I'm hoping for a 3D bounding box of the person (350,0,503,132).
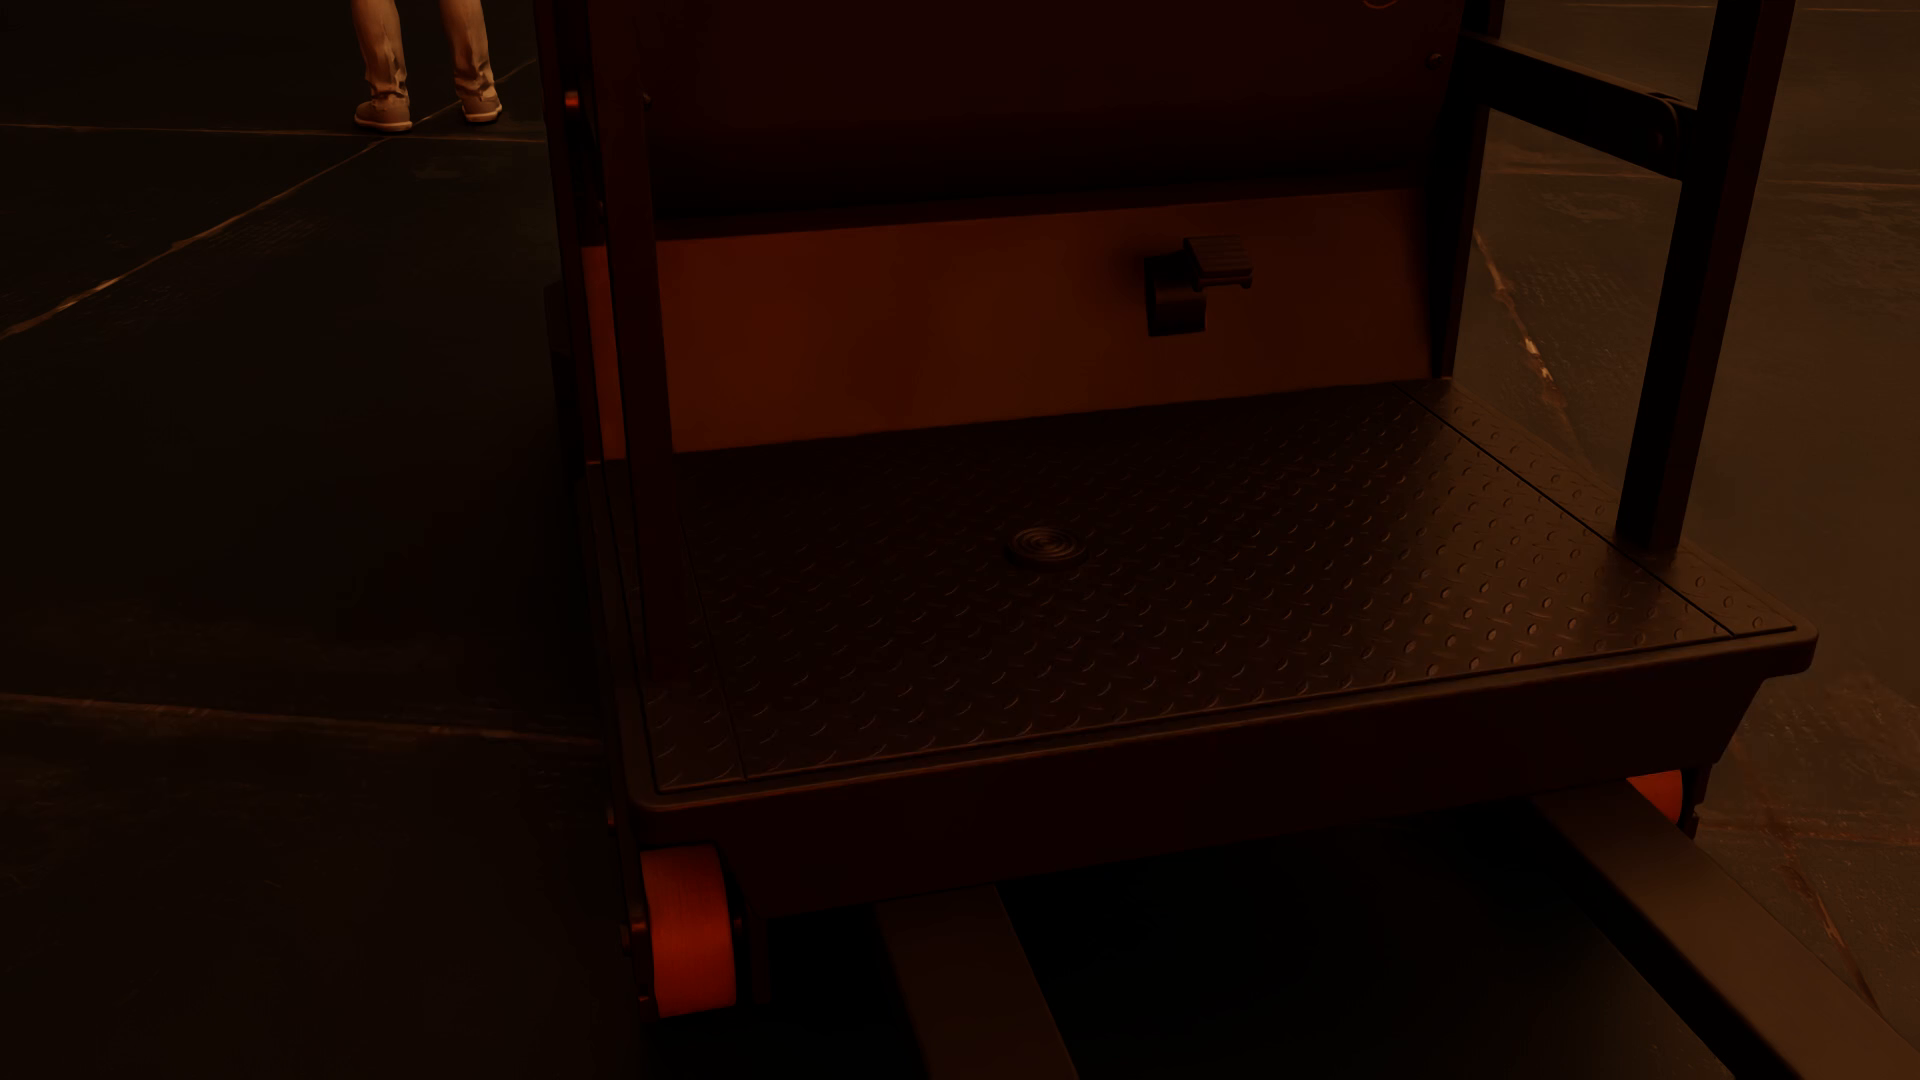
[{"bbox_3d":[-1.615,-1.993,4.636,0.528,1.662,0.376,-15,30,-27],"label":"person"}]

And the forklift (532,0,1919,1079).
[{"bbox_3d":[0.153,-1.049,1.319,1.130,2.935,3.031,-7,27,-13],"label":"forklift"}]
